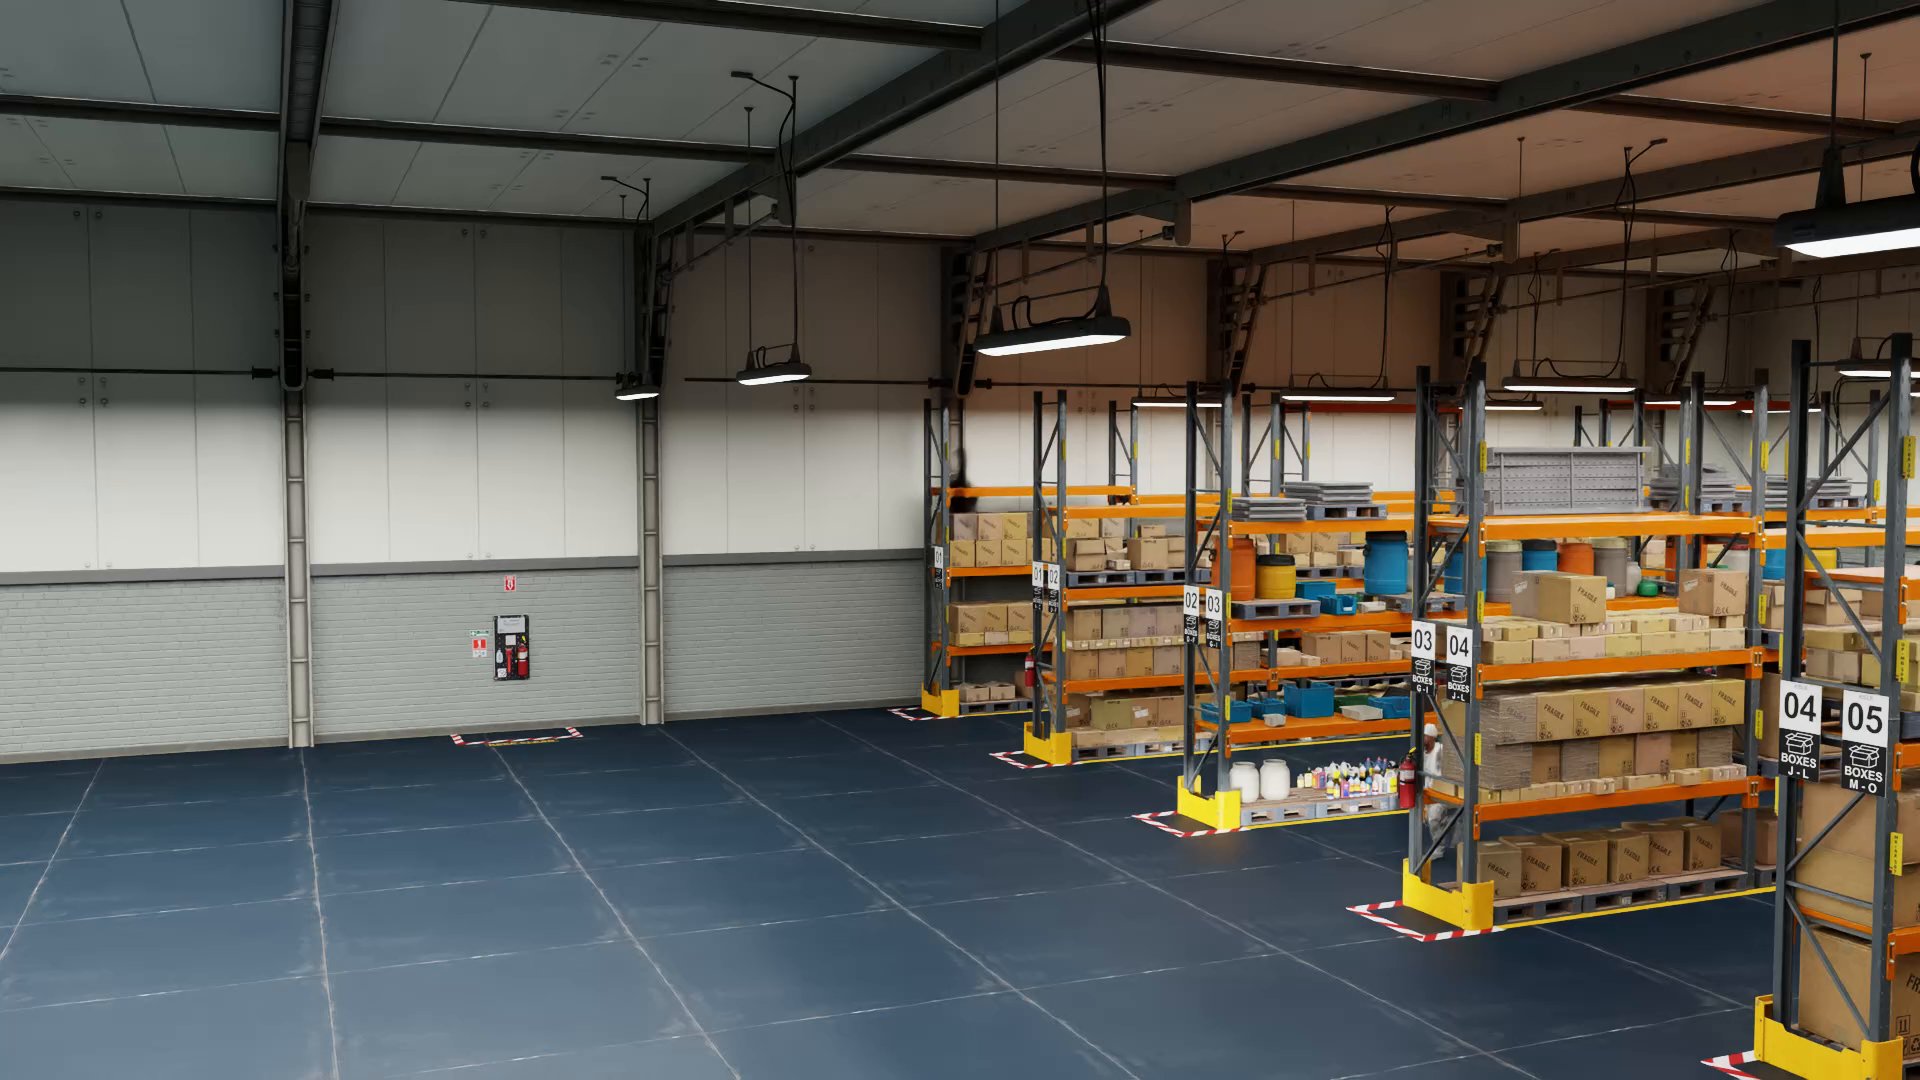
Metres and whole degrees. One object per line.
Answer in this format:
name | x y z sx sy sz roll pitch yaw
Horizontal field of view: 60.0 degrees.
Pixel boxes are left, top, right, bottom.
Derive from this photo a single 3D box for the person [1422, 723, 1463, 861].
person | 5.972 3.106 20.552 0.747 1.711 0.661 -2 4 -25
